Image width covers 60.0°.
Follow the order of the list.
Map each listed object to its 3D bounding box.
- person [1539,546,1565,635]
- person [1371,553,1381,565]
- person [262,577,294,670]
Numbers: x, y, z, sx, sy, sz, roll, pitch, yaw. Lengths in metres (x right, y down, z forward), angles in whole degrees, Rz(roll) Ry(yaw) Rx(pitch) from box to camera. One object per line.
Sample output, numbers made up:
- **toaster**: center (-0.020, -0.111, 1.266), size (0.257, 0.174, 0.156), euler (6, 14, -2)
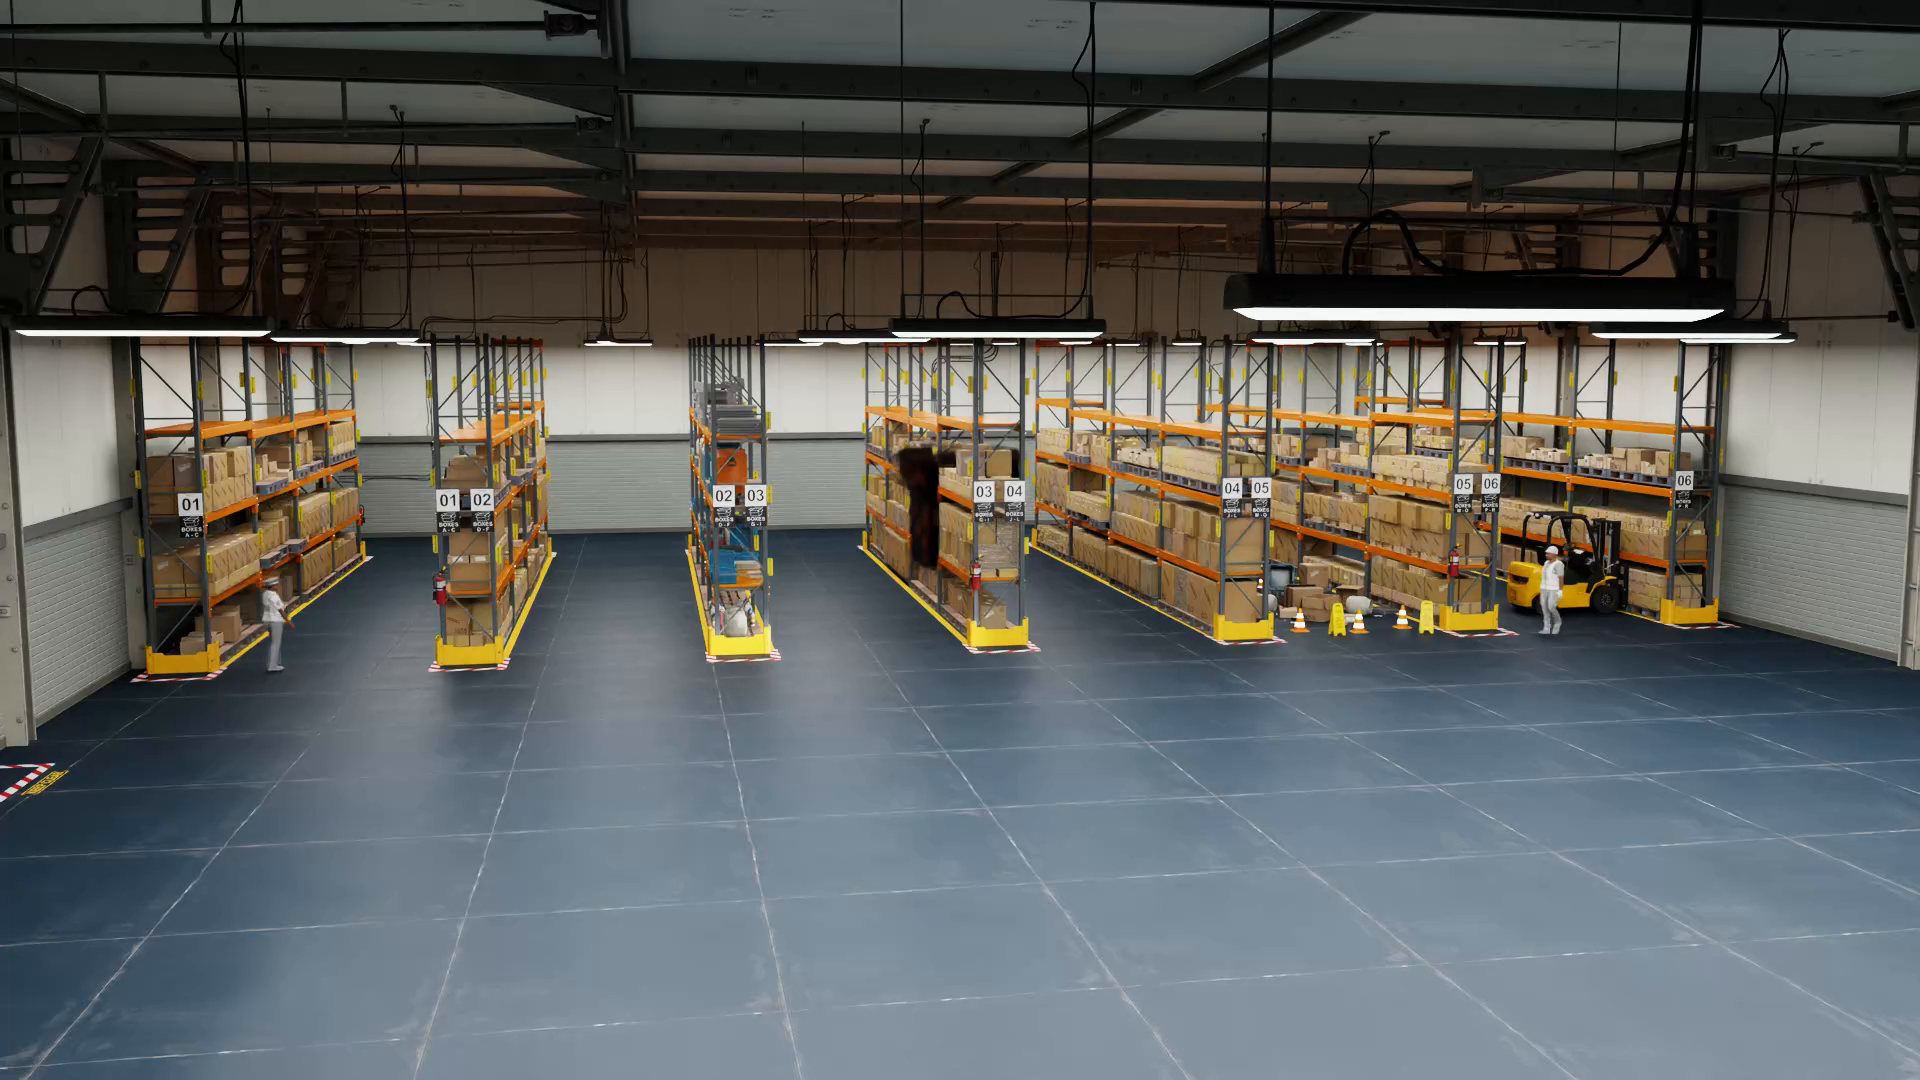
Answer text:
- **person**: center (11.837, 1.014, 33.308), size (0.465, 1.792, 0.567), euler (-5, 8, -38)
- **person**: center (10.907, -0.163, 43.823), size (0.476, 1.763, 0.558), euler (1, 7, 7)
- **person**: center (-12.227, 1.516, 29.684), size (0.560, 1.726, 0.488), euler (3, 7, 27)
